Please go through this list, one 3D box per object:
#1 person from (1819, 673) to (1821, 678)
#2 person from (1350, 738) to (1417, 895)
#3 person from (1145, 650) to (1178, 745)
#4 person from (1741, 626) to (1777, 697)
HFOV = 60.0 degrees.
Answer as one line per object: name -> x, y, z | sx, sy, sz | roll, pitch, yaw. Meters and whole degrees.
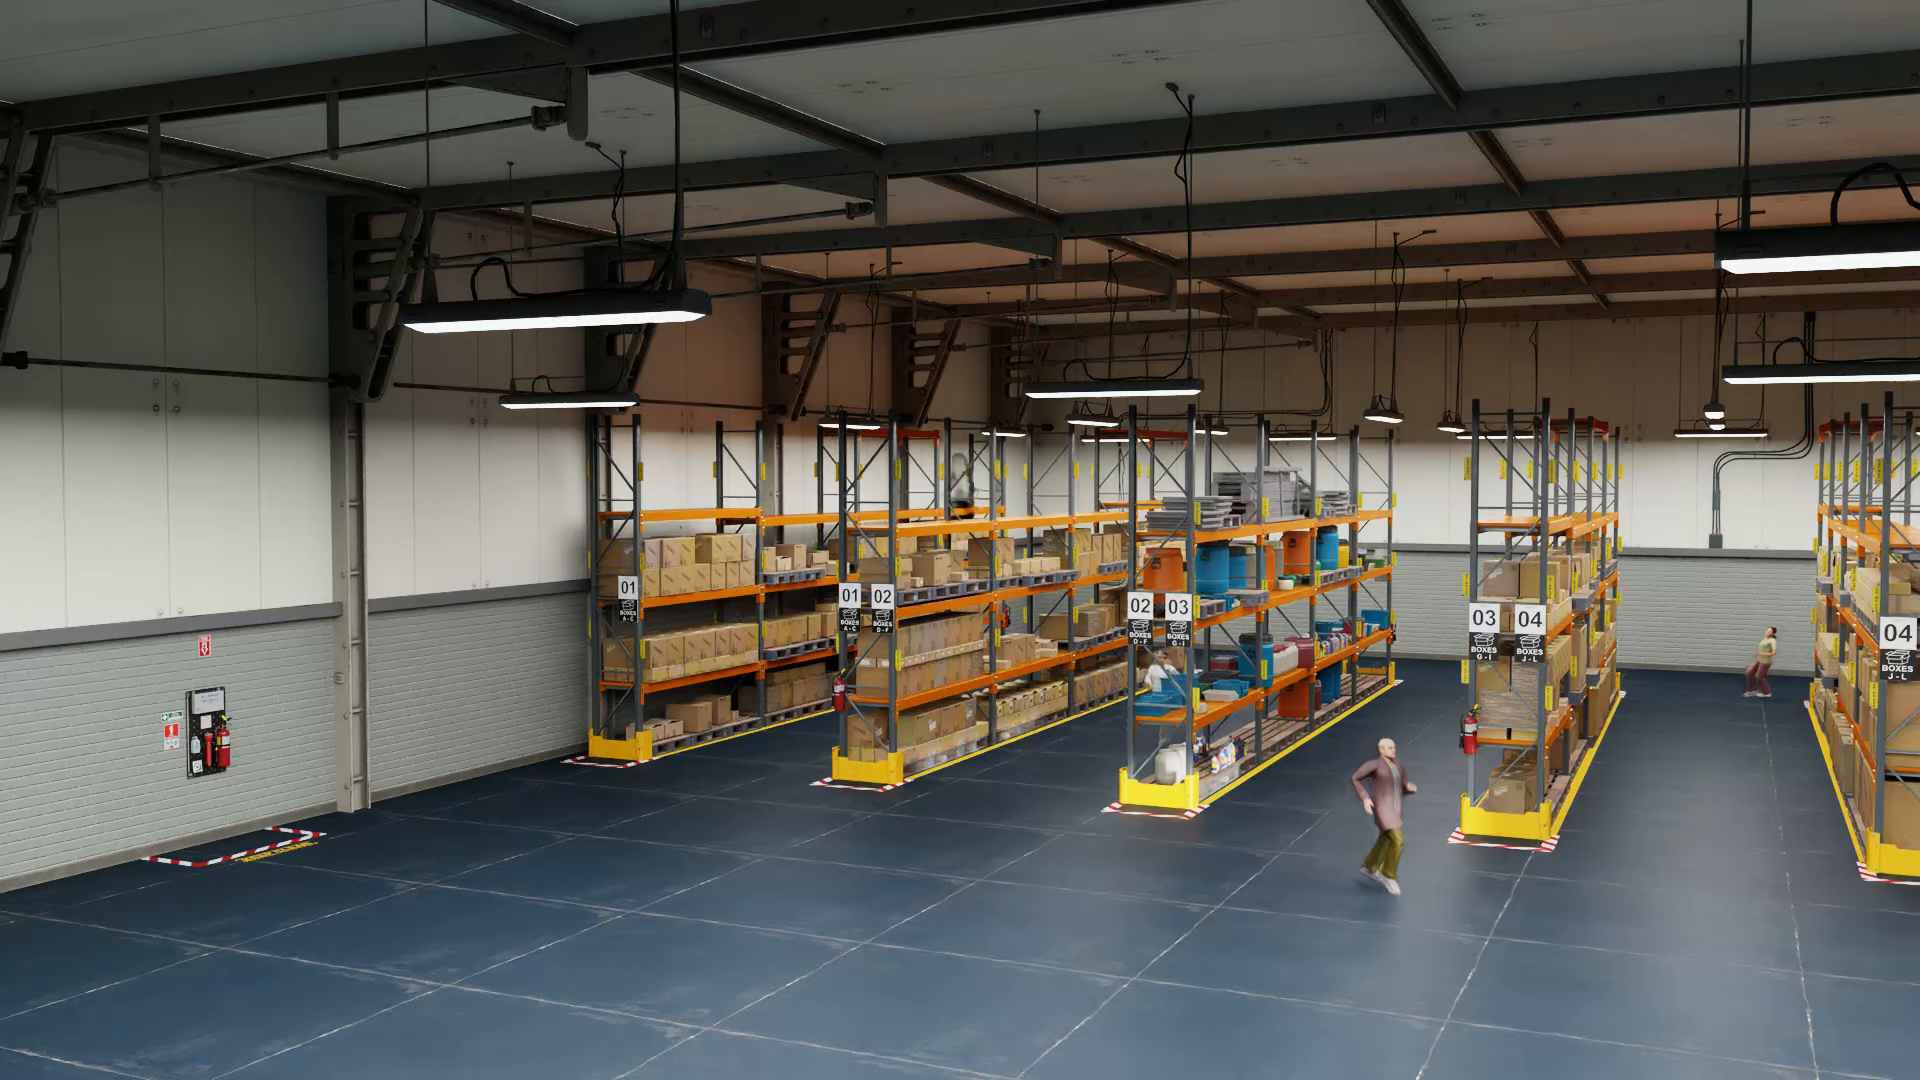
person -> 19.063, 2.648, 36.239 | 0.673, 1.818, 0.676 | 1, 2, 16
person -> 5.121, 3.298, 19.940 | 0.674, 1.843, 0.820 | -2, 3, -40
person -> 3.725, 2.902, 30.794 | 0.599, 1.755, 0.752 | 1, 3, 28
person -> 17.640, 2.698, 36.595 | 0.557, 1.647, 0.712 | 0, 2, 1
